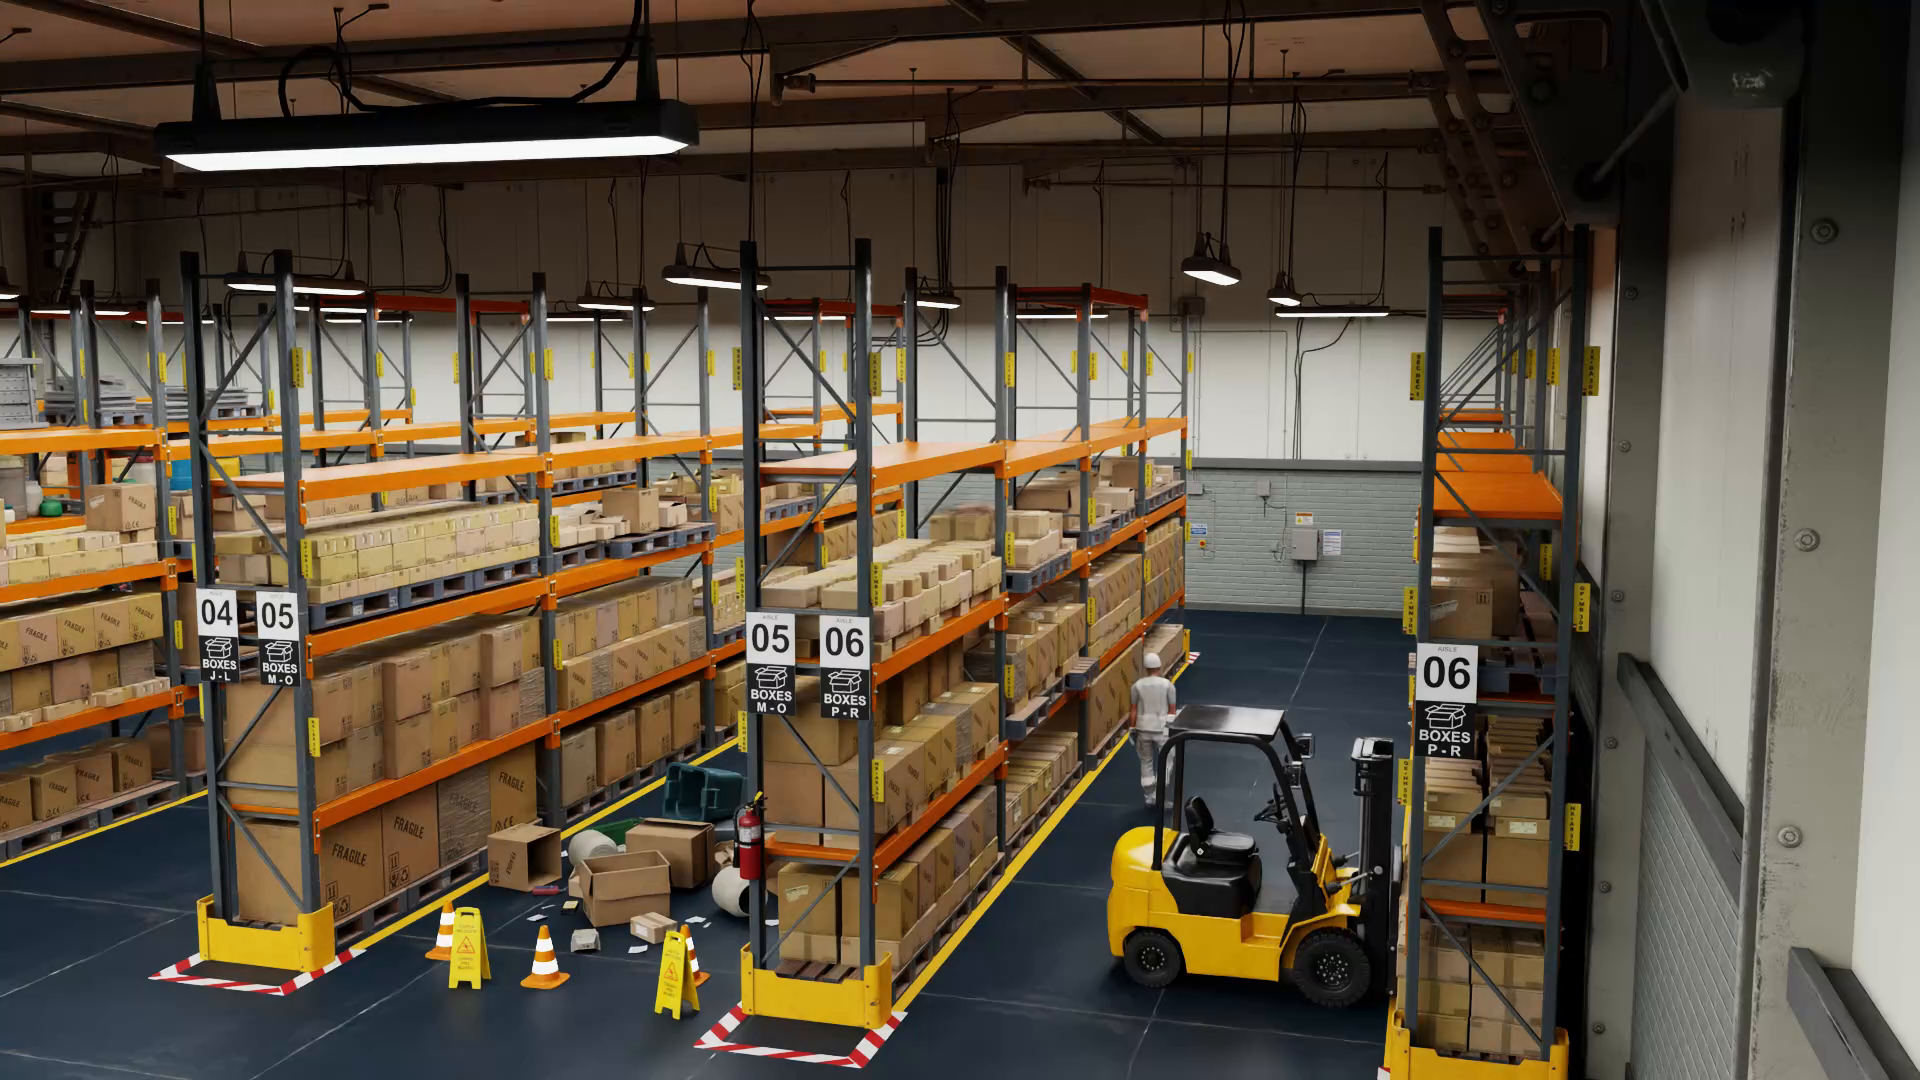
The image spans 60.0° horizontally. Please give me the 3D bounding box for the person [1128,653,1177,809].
[{"bbox_3d":[2.198,2.176,18.896,0.577,1.786,0.534,1,7,12],"label":"person"}]
